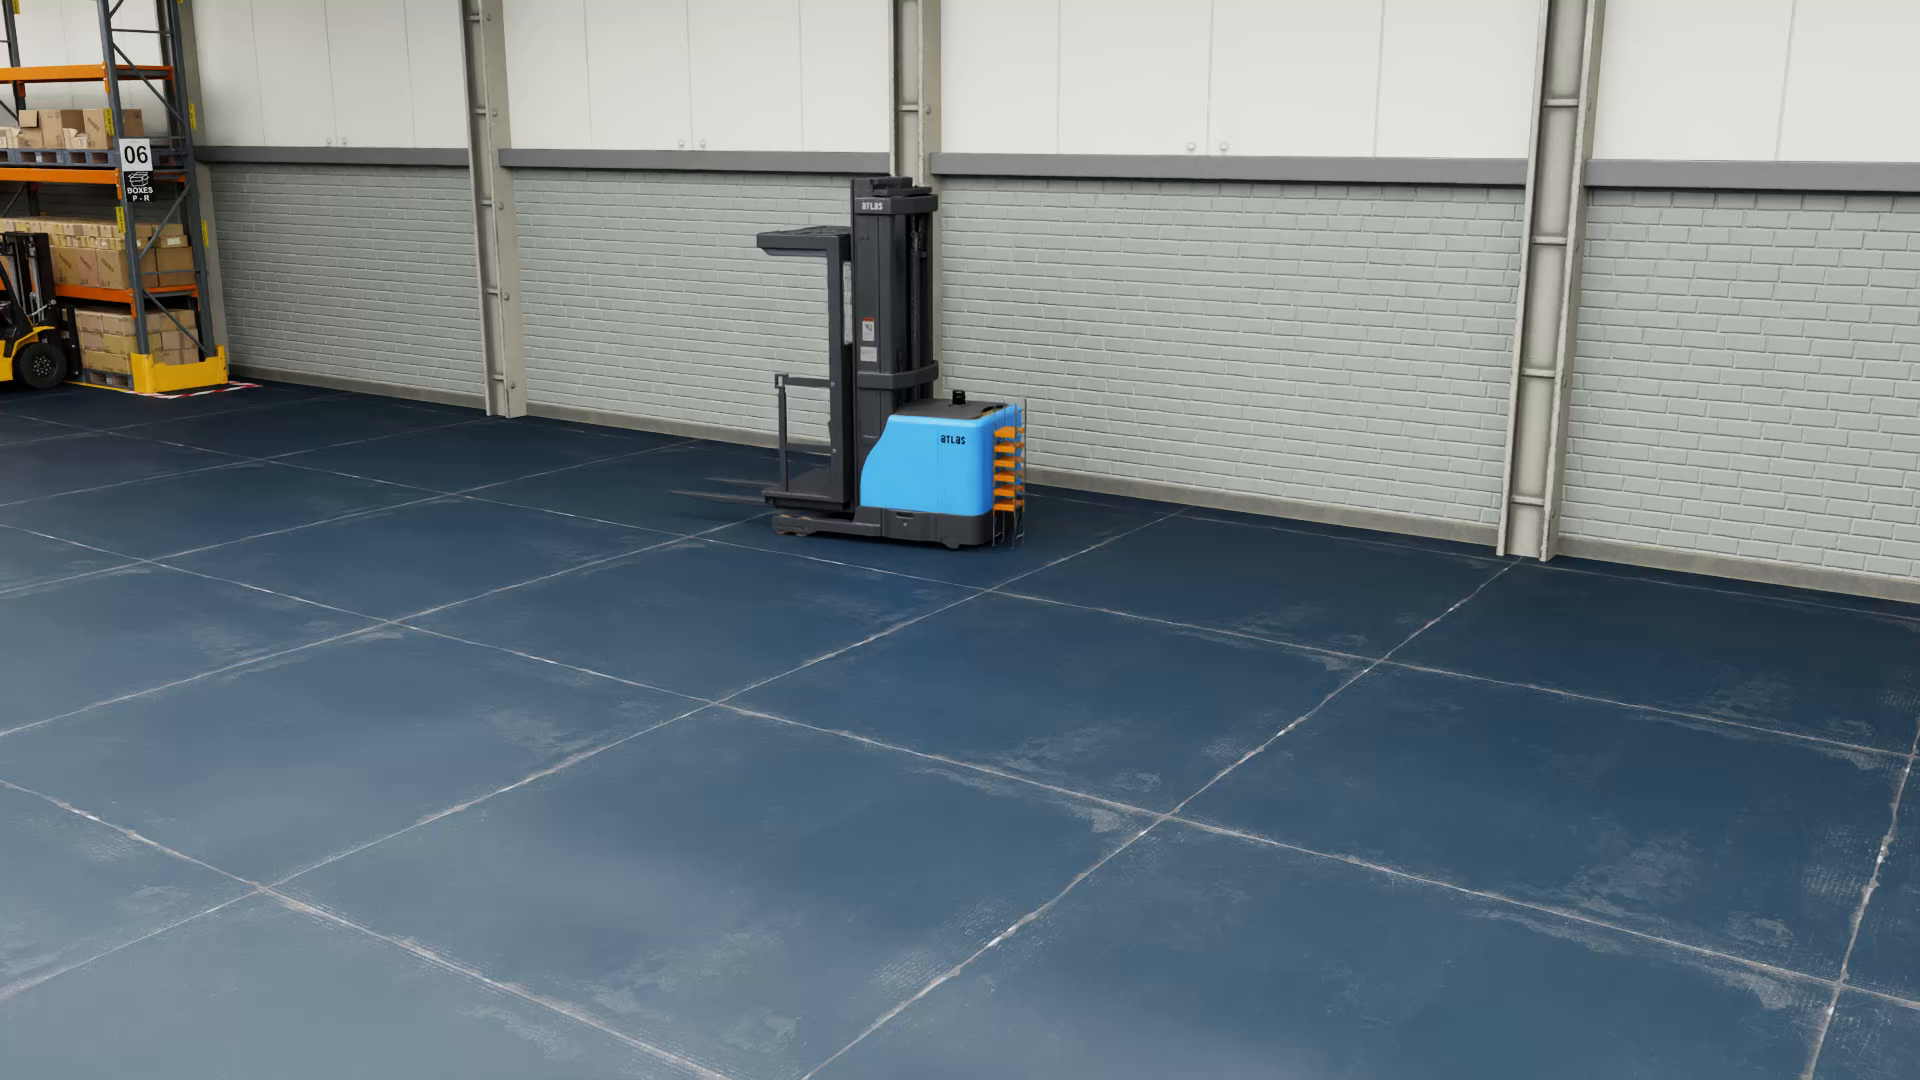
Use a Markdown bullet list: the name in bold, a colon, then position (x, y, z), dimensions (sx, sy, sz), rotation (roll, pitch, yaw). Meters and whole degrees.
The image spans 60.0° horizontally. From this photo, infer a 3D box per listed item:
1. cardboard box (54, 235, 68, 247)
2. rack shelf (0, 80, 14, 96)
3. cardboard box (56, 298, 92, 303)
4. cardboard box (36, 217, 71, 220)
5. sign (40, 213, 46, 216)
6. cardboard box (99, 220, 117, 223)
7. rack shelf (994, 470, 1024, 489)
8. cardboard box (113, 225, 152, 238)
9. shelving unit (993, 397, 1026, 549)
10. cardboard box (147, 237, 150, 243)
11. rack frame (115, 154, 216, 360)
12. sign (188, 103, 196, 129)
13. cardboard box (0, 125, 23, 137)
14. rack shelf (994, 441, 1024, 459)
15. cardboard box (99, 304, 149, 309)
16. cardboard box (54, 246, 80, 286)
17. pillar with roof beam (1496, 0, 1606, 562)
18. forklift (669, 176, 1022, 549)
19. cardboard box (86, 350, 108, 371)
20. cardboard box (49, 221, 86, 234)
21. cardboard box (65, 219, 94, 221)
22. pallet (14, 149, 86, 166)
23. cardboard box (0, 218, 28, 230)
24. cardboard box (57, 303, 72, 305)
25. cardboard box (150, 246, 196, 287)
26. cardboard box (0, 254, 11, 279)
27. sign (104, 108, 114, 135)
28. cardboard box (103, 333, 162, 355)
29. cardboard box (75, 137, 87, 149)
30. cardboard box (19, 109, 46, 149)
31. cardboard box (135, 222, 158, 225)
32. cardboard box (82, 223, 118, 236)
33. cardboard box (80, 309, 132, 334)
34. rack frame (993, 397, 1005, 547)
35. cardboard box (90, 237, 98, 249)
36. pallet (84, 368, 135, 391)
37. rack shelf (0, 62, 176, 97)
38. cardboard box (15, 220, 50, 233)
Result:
- **cardboard box**: position (-11.830, -4.004, 22.198), dimensions (0.250, 0.149, 0.380), rotation (9, 17, 33)
- **rack shelf**: position (-15.287, -6.656, 24.315), dimensions (4.000, 0.370, 1.077), rotation (9, 17, 33)
- **cardboard box**: position (-12.682, -3.282, 23.605), dimensions (0.500, 0.250, 0.500), rotation (9, 16, 32)
- **cardboard box**: position (-12.781, -4.470, 23.461), dimensions (0.250, 0.149, 0.380), rotation (9, 17, 32)
- **sign**: position (-13.319, -4.589, 24.152), dimensions (0.005, 0.325, 0.100), rotation (9, 17, 33)
- **cardboard box**: position (-11.485, -4.274, 22.670), dimensions (0.250, 0.149, 0.380), rotation (9, 16, 31)
- **rack shelf**: position (0.404, -0.499, 13.528), dimensions (0.180, 0.103, 0.258), rotation (6, 15, 22)
- **cardboard box**: position (-10.723, -3.997, 21.550), dimensions (0.250, 0.149, 0.380), rotation (9, 17, 33)
- **shelving unit**: position (0.404, -0.542, 13.517), dimensions (0.189, 1.200, 0.258), rotation (6, 15, 22)
- **cardboard box**: position (-10.685, -3.964, 22.036), dimensions (0.250, 0.149, 0.380), rotation (9, 17, 33)
- **rack frame**: position (-10.308, -3.483, 21.651), dimensions (0.127, 3.000, 1.000), rotation (9, 17, 33)
- **sign**: position (-9.993, -5.512, 21.620), dimensions (0.005, 0.325, 0.100), rotation (9, 17, 33)
- **cardboard box**: position (-13.073, -5.524, 22.759), dimensions (0.500, 0.311, 0.500), rotation (10, 17, 34)
- **rack shelf**: position (0.404, -0.732, 13.470), dimensions (0.180, 0.103, 0.258), rotation (6, 15, 22)
- **cardboard box**: position (-11.427, -3.075, 22.771), dimensions (0.500, 0.250, 0.500), rotation (9, 17, 32)
- **cardboard box**: position (-11.714, -3.685, 22.260), dimensions (0.500, 0.500, 0.500), rotation (9, 16, 32)
- **pillar with roof beam**: position (2.150, -3.396, 8.814), dimensions (0.400, 9.000, 9.100), rotation (9, 17, 33)
- **forklift**: position (-1.036, -1.561, 14.029), dimensions (3.031, 2.935, 1.130), rotation (6, 15, 22)
- **cardboard box**: position (-11.282, -2.421, 22.208), dimensions (0.500, 0.250, 0.500), rotation (9, 17, 33)
- **cardboard box**: position (-11.999, -4.201, 22.376), dimensions (0.250, 0.149, 0.380), rotation (9, 17, 34)
- **cardboard box**: position (-12.149, -4.366, 23.043), dimensions (0.250, 0.149, 0.380), rotation (9, 16, 32)
- **pallet**: position (-11.897, -5.160, 22.365), dimensions (1.213, 0.211, 1.003), rotation (9, 17, 33)
- **cardboard box**: position (-13.251, -4.412, 23.226), dimensions (0.250, 0.149, 0.380), rotation (9, 17, 34)
- **cardboard box**: position (-12.563, -3.111, 22.917), dimensions (0.500, 0.250, 0.500), rotation (10, 17, 35)
- **cardboard box**: position (-10.564, -3.653, 22.131), dimensions (0.500, 0.500, 0.500), rotation (10, 17, 35)
- **cardboard box**: position (-12.963, -3.890, 23.086), dimensions (0.500, 0.500, 0.500), rotation (10, 17, 34)
- **sign**: position (-10.622, -5.224, 20.764), dimensions (0.005, 0.325, 0.100), rotation (9, 17, 33)
- **cardboard box**: position (-10.886, -2.598, 21.883), dimensions (0.500, 0.250, 0.500), rotation (9, 16, 32)
- **cardboard box**: position (-11.165, -5.120, 21.462), dimensions (0.250, 0.149, 0.380), rotation (9, 16, 31)
- **cardboard box**: position (-12.070, -5.496, 22.242), dimensions (0.637, 0.503, 0.797), rotation (10, 17, 35)
- **cardboard box**: position (-10.893, -4.153, 22.180), dimensions (0.250, 0.149, 0.380), rotation (10, 17, 34)
- **cardboard box**: position (-11.342, -4.102, 21.973), dimensions (0.250, 0.149, 0.380), rotation (9, 17, 33)
- **cardboard box**: position (-11.291, -2.904, 22.081), dimensions (0.500, 0.250, 0.500), rotation (10, 17, 34)
- **rack frame**: position (0.319, -0.551, 13.551), dimensions (0.006, 1.200, 0.240), rotation (6, 15, 22)
- **cardboard box**: position (-11.162, -3.912, 21.828), dimensions (0.250, 0.149, 0.380), rotation (10, 17, 34)
- **pallet**: position (-10.966, -2.224, 22.367), dimensions (1.213, 0.211, 1.003), rotation (9, 17, 33)
- **rack shelf**: position (-11.968, -6.120, 22.148), dimensions (4.000, 0.370, 1.077), rotation (9, 17, 33)
- **cardboard box**: position (-12.657, -4.291, 22.740), dimensions (0.250, 0.149, 0.380), rotation (9, 16, 32)
